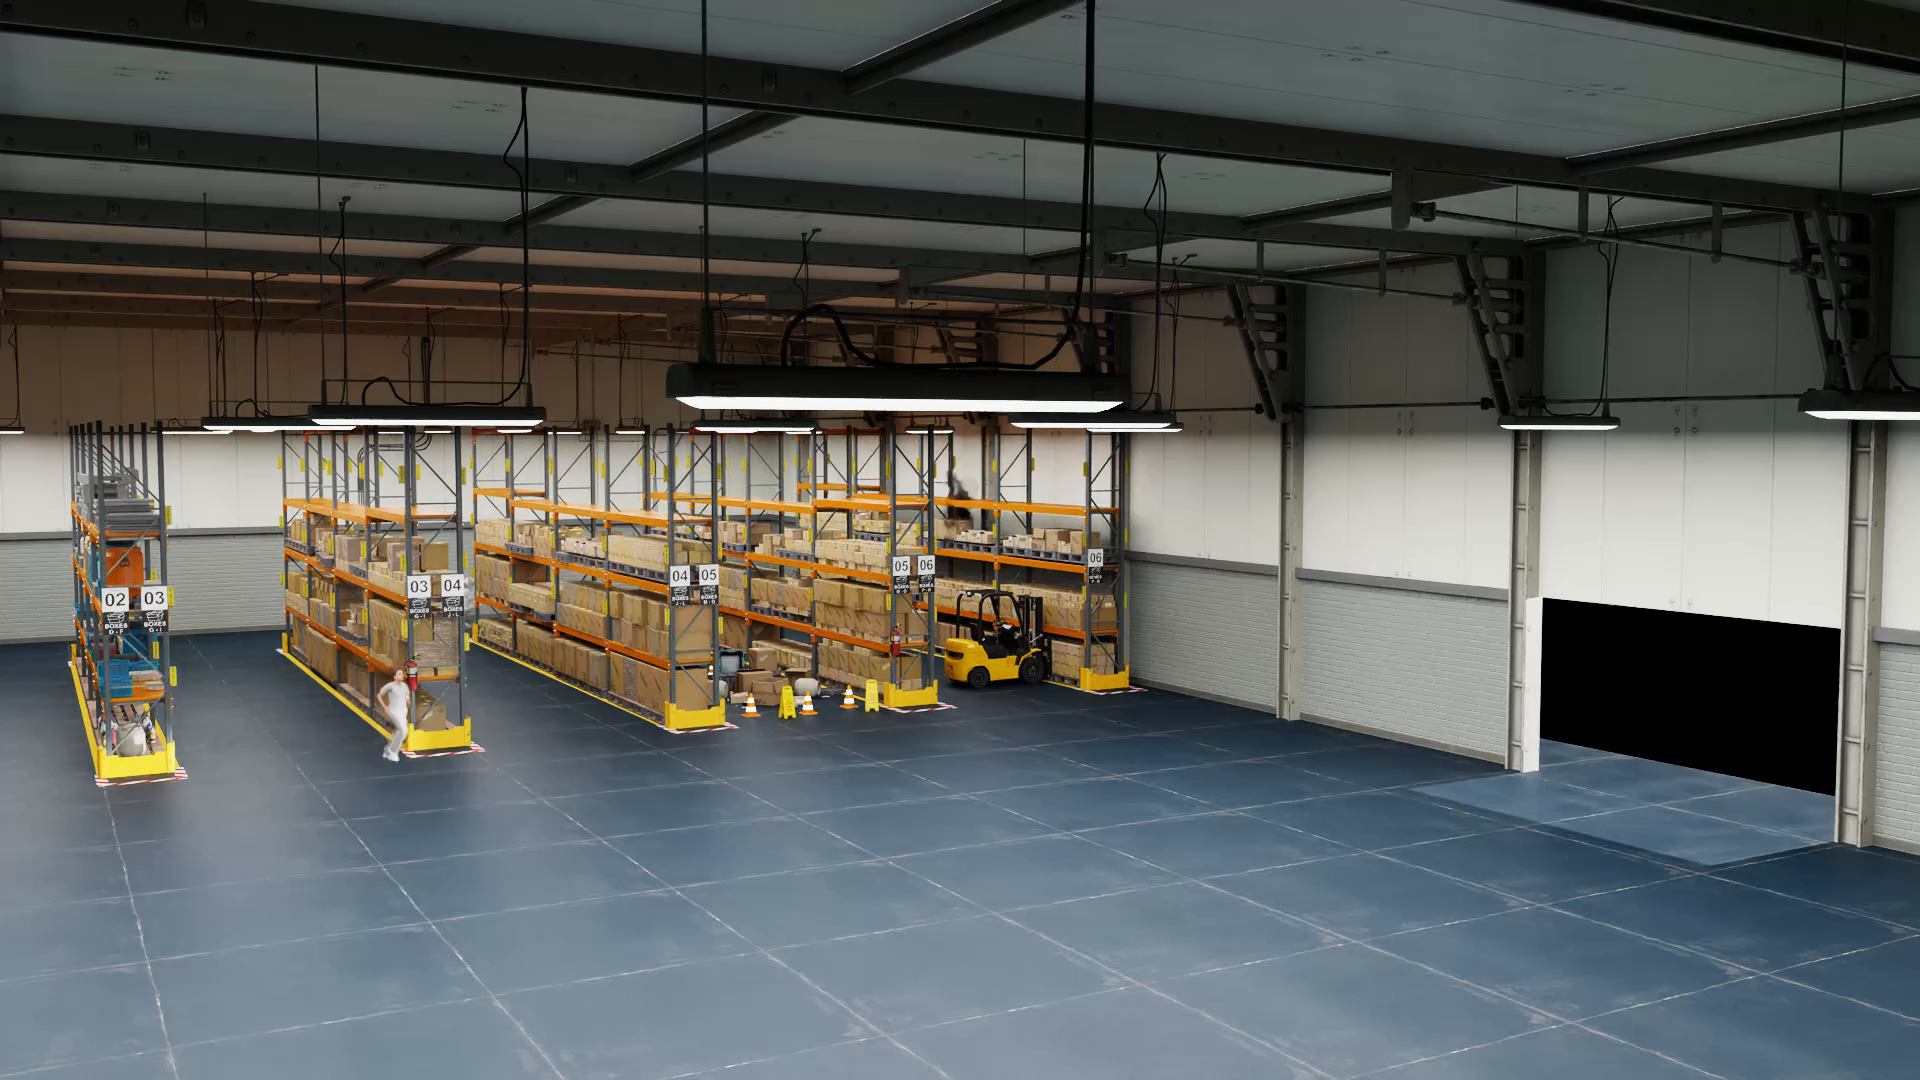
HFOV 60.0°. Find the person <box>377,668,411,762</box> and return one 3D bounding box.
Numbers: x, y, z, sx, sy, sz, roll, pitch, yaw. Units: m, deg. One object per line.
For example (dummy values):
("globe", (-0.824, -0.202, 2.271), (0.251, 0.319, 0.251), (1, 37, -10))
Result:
("person", (-9.942, 3.084, 29.377), (0.643, 1.641, 0.539), (2, 4, 27))

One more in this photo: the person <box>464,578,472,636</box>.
("person", (-14.257, 1.935, 47.637), (0.666, 1.700, 0.682), (-2, 4, -29))
